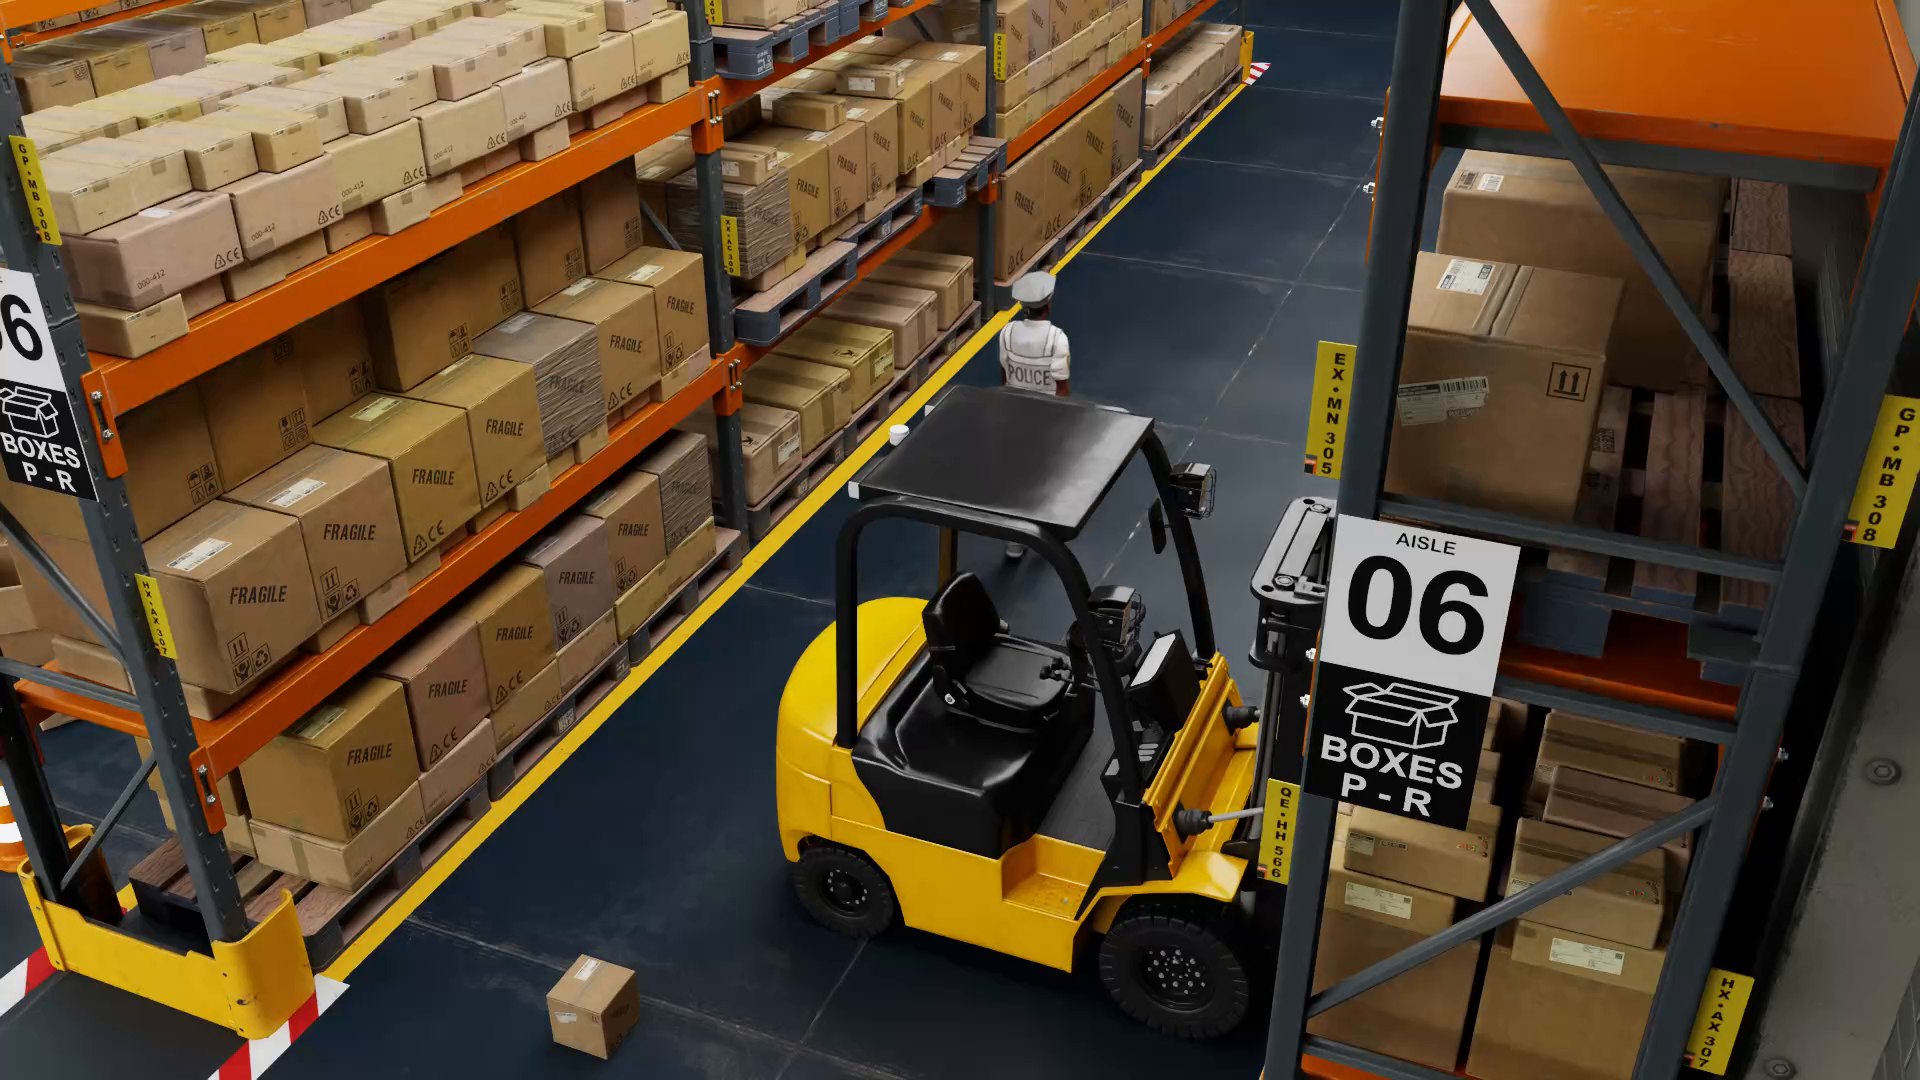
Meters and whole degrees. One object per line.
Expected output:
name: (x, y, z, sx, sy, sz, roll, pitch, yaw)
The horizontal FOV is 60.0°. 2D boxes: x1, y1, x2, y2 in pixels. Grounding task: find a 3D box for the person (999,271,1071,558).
person: (0.446, -0.728, 9.660, 0.458, 1.733, 0.697, 10, 31, 16)
